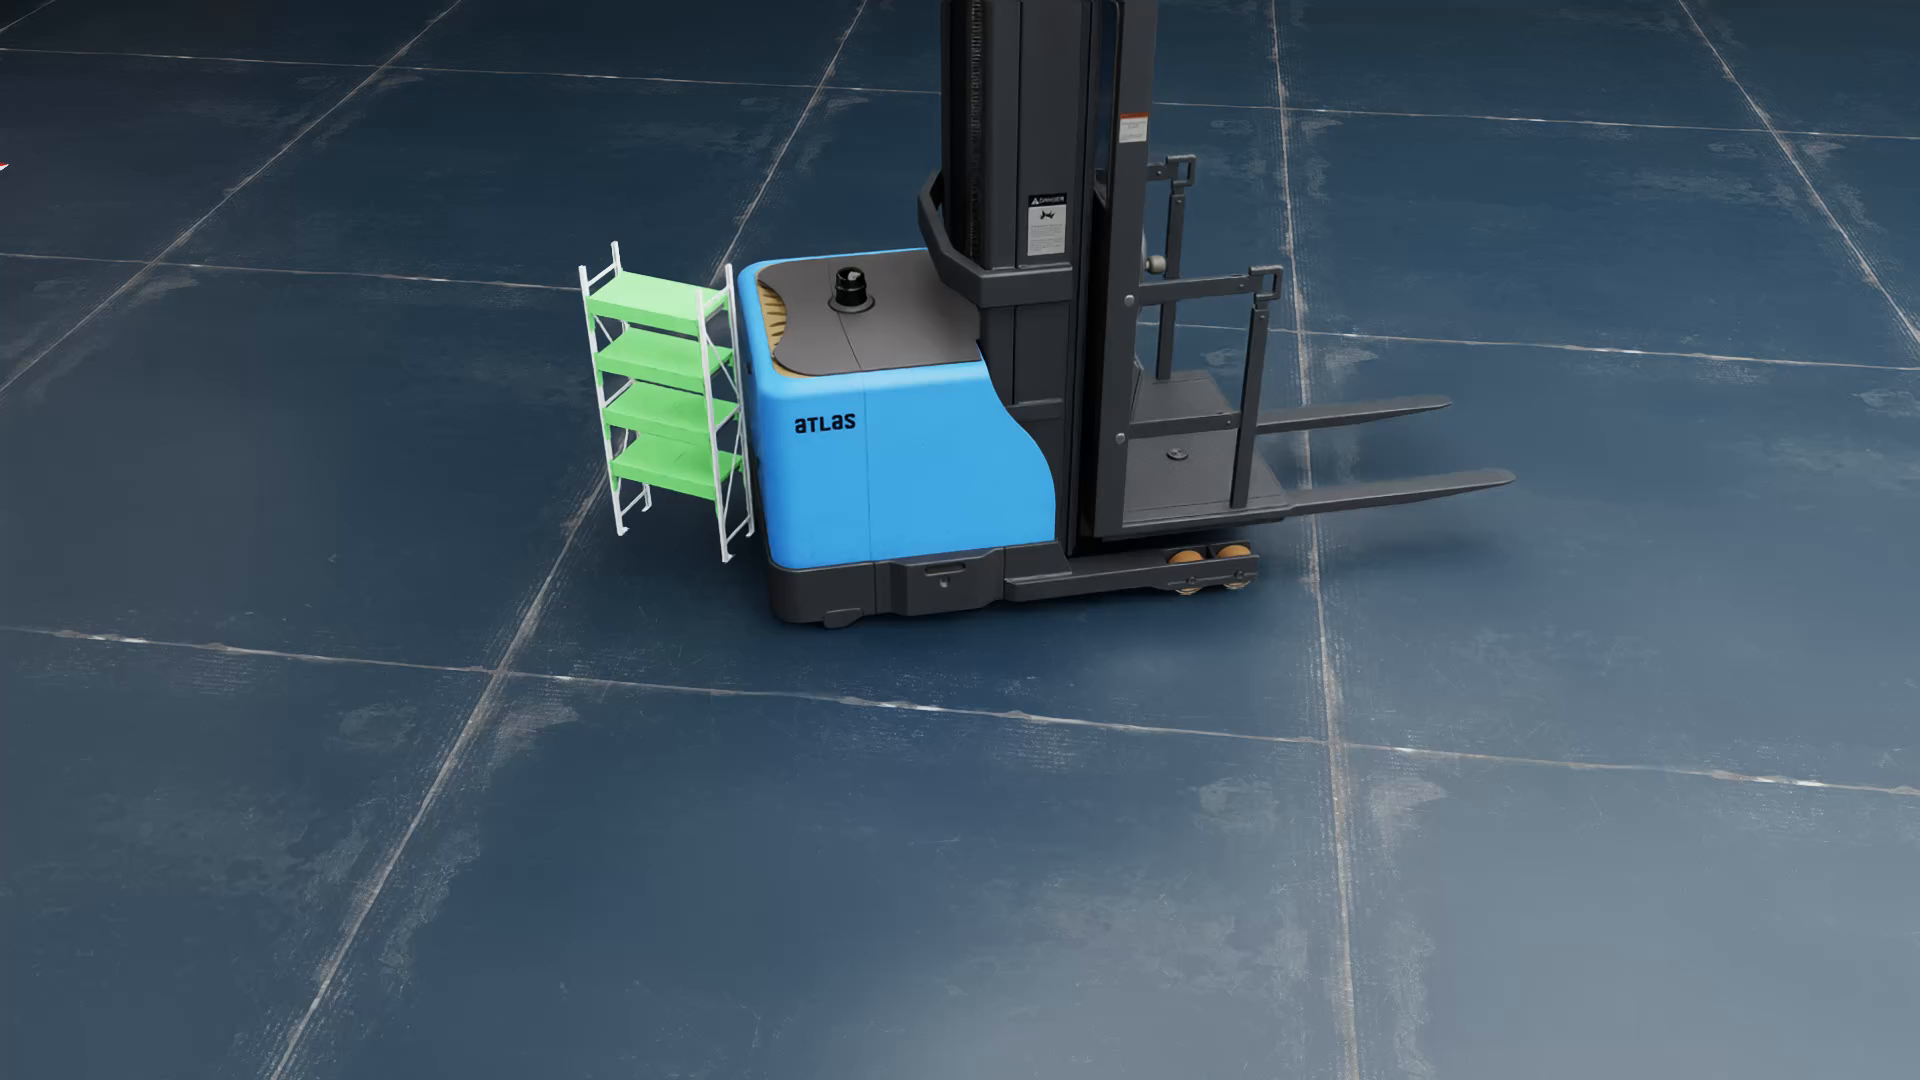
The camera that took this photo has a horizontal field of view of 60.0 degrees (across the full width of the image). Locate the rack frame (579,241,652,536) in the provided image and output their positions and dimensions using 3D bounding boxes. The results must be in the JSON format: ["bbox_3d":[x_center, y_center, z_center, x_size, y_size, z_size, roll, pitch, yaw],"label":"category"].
[{"bbox_3d":[-1.341,-0.570,6.516,0.015,1.200,0.240,14,38,18],"label":"rack frame"}]

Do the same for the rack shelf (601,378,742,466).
[{"bbox_3d":[-1.117,-0.464,6.477,0.480,0.148,0.258,14,38,18],"label":"rack shelf"}]

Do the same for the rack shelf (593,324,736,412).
[{"bbox_3d":[-1.117,-0.659,6.337,0.480,0.148,0.258,14,38,18],"label":"rack shelf"}]

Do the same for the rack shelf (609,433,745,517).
[{"bbox_3d":[-1.117,-0.268,6.616,0.480,0.148,0.258,14,38,18],"label":"rack shelf"}]

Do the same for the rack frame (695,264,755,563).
[{"bbox_3d":[-0.892,-0.461,6.363,0.015,1.200,0.240,14,38,18],"label":"rack frame"}]

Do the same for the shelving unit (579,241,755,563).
[{"bbox_3d":[-1.117,-0.516,6.440,0.503,1.200,0.258,14,38,18],"label":"shelving unit"}]

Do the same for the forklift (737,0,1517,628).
[{"bbox_3d":[0.700,-1.280,6.021,3.031,2.935,1.130,-6,36,-9],"label":"forklift"}]

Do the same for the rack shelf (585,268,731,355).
[{"bbox_3d":[-1.117,-0.854,6.198,0.480,0.148,0.258,14,38,18],"label":"rack shelf"}]
